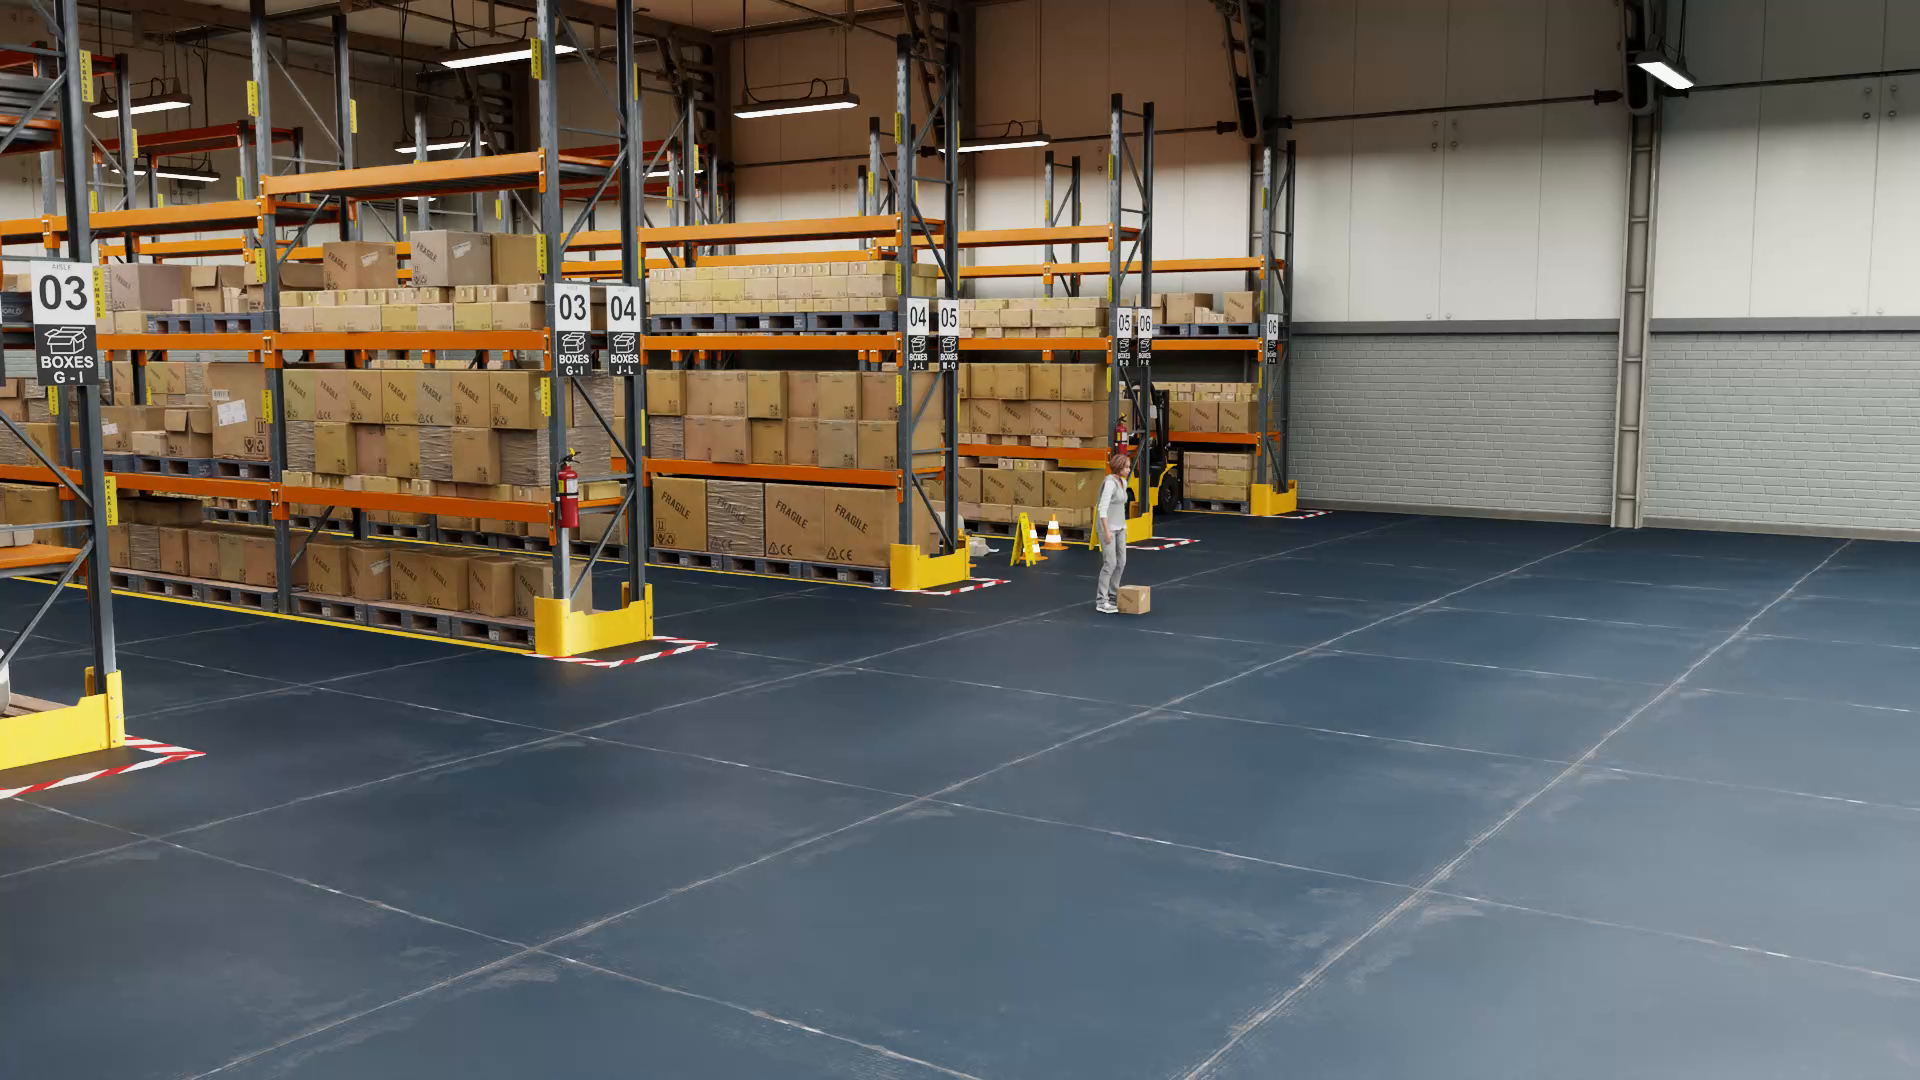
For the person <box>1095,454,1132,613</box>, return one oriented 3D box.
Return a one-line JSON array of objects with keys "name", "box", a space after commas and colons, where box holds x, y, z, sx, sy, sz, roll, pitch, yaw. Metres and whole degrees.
[{"name": "person", "box": [1.559, -0.077, 16.878, 0.348, 1.592, 0.476, 4, 8, 32]}]
